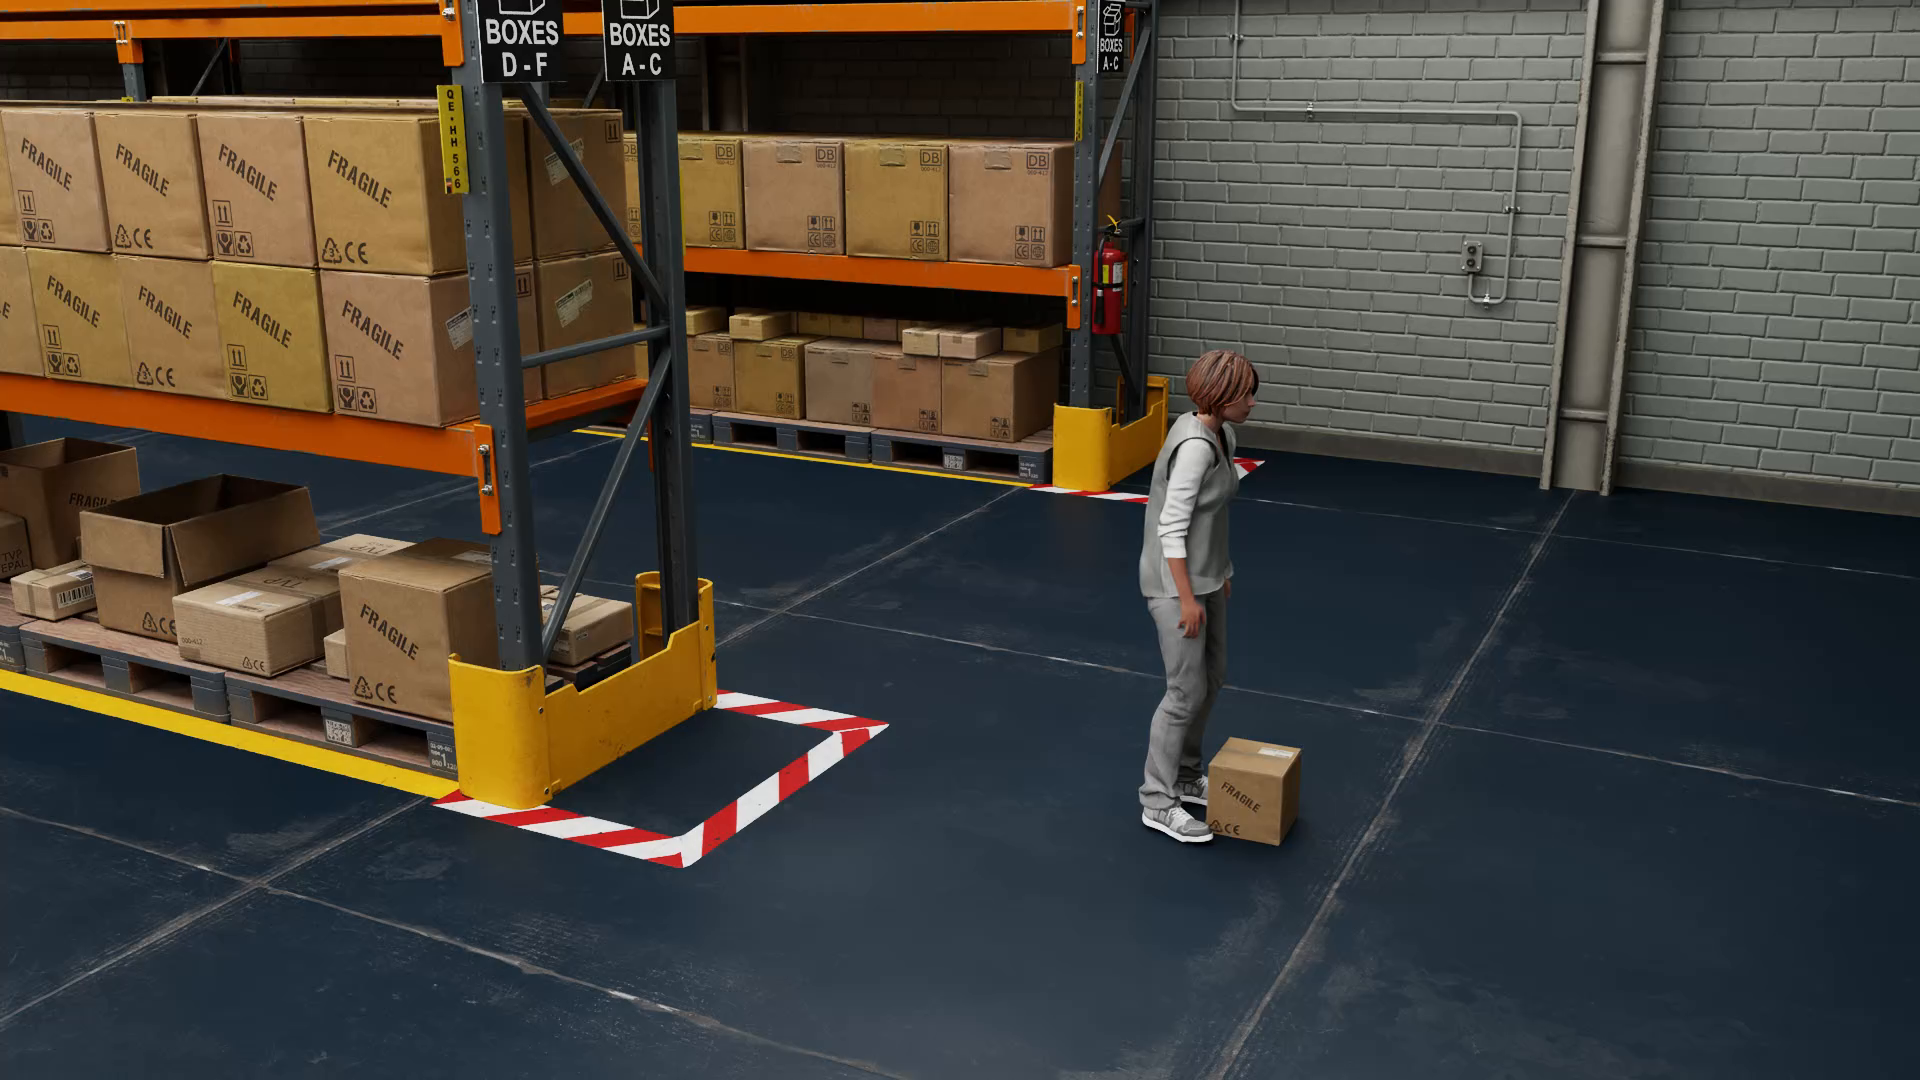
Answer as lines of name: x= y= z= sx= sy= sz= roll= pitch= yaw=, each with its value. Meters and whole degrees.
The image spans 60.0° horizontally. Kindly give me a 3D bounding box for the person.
person: x=0.770 y=0.170 z=5.478 sx=0.340 sy=1.582 sz=0.484 roll=7 pitch=17 yaw=23
